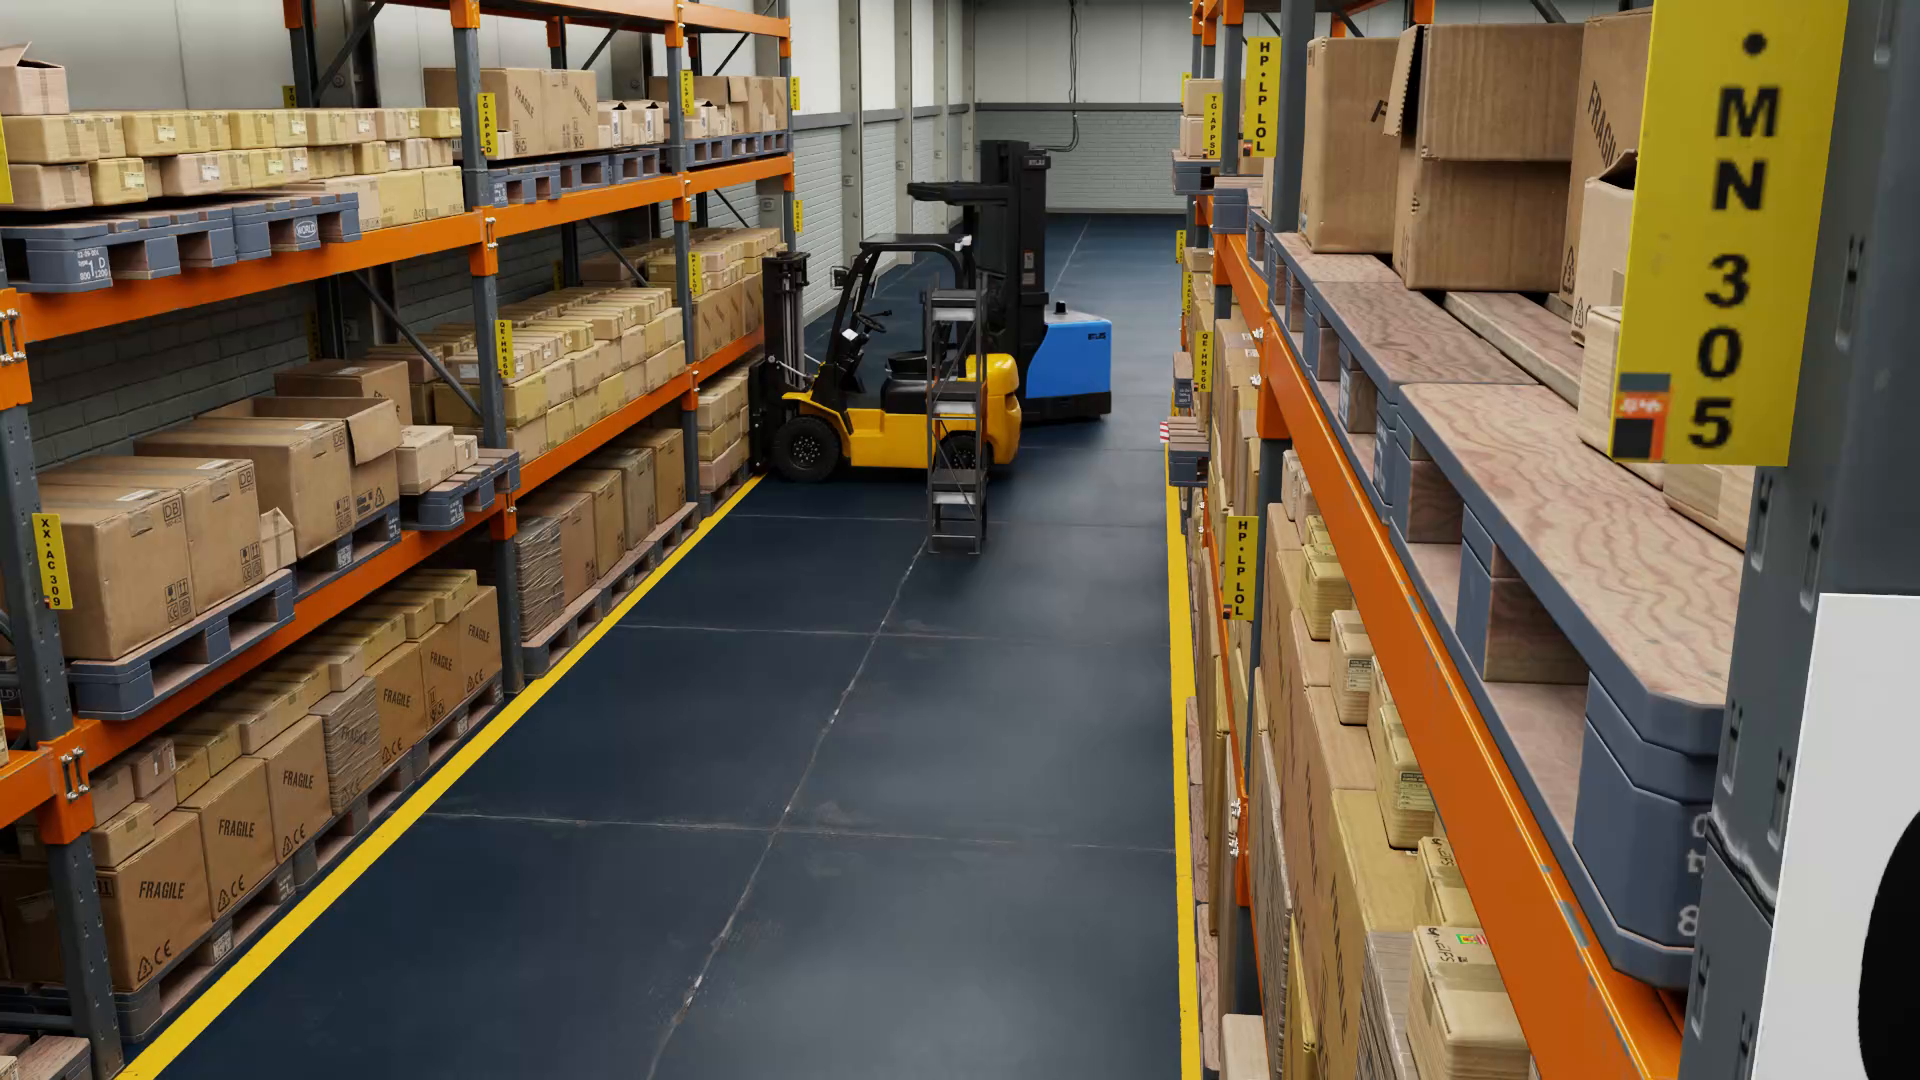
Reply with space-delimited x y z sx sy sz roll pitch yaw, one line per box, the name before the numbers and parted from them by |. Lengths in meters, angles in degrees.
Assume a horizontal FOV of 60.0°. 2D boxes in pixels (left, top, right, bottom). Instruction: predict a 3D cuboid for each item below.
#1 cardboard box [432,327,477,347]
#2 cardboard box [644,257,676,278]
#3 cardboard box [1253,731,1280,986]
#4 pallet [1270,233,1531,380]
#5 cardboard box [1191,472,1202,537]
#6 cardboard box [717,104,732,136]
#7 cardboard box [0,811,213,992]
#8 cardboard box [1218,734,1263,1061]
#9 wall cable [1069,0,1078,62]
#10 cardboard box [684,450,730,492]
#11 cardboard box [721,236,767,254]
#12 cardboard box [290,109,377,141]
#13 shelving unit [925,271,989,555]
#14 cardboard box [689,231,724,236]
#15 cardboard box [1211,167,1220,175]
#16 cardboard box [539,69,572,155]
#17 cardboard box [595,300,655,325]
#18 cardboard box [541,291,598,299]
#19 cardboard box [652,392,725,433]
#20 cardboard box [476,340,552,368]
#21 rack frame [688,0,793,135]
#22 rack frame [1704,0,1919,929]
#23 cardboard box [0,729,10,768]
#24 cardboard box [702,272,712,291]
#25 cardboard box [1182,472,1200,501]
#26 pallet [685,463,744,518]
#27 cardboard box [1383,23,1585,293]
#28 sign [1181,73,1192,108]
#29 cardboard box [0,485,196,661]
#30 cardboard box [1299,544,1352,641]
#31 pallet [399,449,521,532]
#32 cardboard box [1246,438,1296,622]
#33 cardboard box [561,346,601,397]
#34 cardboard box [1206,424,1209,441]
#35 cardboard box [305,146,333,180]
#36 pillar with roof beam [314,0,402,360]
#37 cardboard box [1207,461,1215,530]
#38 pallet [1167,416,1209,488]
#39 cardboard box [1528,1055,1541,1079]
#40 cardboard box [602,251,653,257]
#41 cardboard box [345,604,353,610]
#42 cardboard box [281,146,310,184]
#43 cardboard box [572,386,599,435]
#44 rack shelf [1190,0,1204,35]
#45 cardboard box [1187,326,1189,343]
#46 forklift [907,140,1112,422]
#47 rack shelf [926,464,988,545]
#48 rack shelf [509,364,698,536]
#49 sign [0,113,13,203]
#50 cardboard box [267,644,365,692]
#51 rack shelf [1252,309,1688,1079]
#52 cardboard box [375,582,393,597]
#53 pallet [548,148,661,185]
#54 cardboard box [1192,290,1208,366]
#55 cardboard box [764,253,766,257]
cardboard box | -3.180 -1.281 10.720 0.380 0.149 0.250 2 15 6
cardboard box | -2.385 -2.249 13.729 0.380 0.149 0.250 2 15 7
cardboard box | 1.018 0.817 4.203 0.500 0.500 0.500 2 15 7
pallet | 1.289 -0.572 3.956 1.003 0.211 1.213 2 15 6
cardboard box | 2.238 -0.252 12.578 0.950 0.372 0.625 2 15 7
cardboard box | -2.169 -3.609 14.279 0.396 0.266 0.258 1 15 5
cardboard box | -3.263 1.361 6.367 0.500 0.500 0.500 2 15 9
cardboard box | 1.382 1.281 5.945 0.875 0.875 0.875 2 15 8
wall cable | 4.559 -14.744 46.722 3.097 2.526 0.112 2 15 6
cardboard box | -2.255 -0.590 14.062 0.500 0.250 0.500 2 15 7
cardboard box | -2.039 -2.776 15.677 0.380 0.149 0.250 2 15 8
cardboard box | -3.019 -1.975 7.928 0.380 0.149 0.250 1 15 5
shelving unit | -0.019 -0.971 12.729 0.431 2.100 0.503 2 15 6
cardboard box | -2.516 -2.925 16.229 0.380 0.149 0.250 2 15 7
cardboard box | 2.026 -2.872 12.770 0.380 0.149 0.250 2 15 7
cardboard box | -2.808 -2.624 10.184 0.700 0.500 0.500 1 15 5
cardboard box | -2.445 -1.664 12.135 0.380 0.149 0.250 1 15 5
cardboard box | -2.973 -1.808 12.667 0.380 0.149 0.250 1 15 4
cardboard box | -2.272 -1.074 13.933 0.500 0.250 0.500 1 15 5
cardboard box | -2.729 -1.134 10.175 0.380 0.149 0.250 2 15 8
rack frame | -2.187 -5.533 16.383 1.000 3.000 0.127 2 15 6
rack frame | 0.940 -1.238 0.500 1.000 3.000 0.127 2 15 6
cardboard box | -3.326 0.687 5.356 0.380 0.149 0.250 2 15 7
cardboard box | -2.311 -2.171 14.011 0.380 0.149 0.250 2 15 6
cardboard box | 2.094 -0.491 13.693 0.500 0.250 0.500 2 15 9
pallet | -2.507 -0.458 14.452 1.003 0.211 1.213 2 15 6
cardboard box | 1.271 -0.777 3.349 0.797 0.503 0.637 3 15 11
sign | 2.206 -4.377 16.183 0.100 0.325 0.005 2 15 6
cardboard box | -3.264 0.106 6.028 0.700 0.500 0.500 2 15 8
cardboard box | 0.950 0.116 3.636 0.380 0.149 0.250 1 15 5
pallet | -3.096 -0.291 8.860 1.213 0.211 1.003 2 15 6
cardboard box | 1.192 -0.033 5.432 0.500 0.500 0.500 2 15 8
cardboard box | -2.662 -1.104 10.827 0.500 0.250 0.500 1 15 5
cardboard box | 1.604 -0.662 9.539 0.380 0.149 0.250 2 15 7
cardboard box | -3.062 -1.698 7.472 0.380 0.149 0.250 2 15 8
pillar with roof beam | 0.440 -3.696 9.590 9.100 9.000 0.400 2 15 6
cardboard box | 1.538 -0.225 8.534 0.500 0.250 0.500 1 15 5
pallet | 1.817 -0.512 9.676 1.213 0.211 1.003 2 15 6
cardboard box | 0.786 0.649 1.667 0.380 0.149 0.250 2 15 7
cardboard box | -2.850 -2.396 14.271 0.380 0.149 0.250 1 15 5
cardboard box | -3.515 0.323 8.962 0.380 0.149 0.250 2 15 8
cardboard box | -2.964 -1.567 6.950 0.380 0.149 0.250 2 15 8
cardboard box | -2.684 -0.861 10.888 0.500 0.250 0.500 1 15 4
rack shelf | 2.520 -4.520 14.022 1.077 0.370 4.000 2 15 6
cardboard box | 2.191 -1.822 14.635 0.380 0.149 0.250 2 15 7
forklift | 0.073 -2.676 17.442 3.031 2.935 1.130 -7 17 -24
rack shelf | -0.019 -0.282 12.915 0.431 0.518 0.480 2 15 6
rack shelf | -2.864 -0.733 11.505 1.077 0.370 4.000 2 15 6
sign | -3.001 -1.208 5.146 0.100 0.325 0.005 2 15 6
cardboard box | -3.071 0.608 7.910 0.380 0.149 0.250 1 15 4
rack shelf | 1.166 0.039 2.903 1.077 0.370 4.000 2 15 6
cardboard box | -3.416 0.543 9.391 0.500 0.500 0.500 2 15 8
pallet | -2.725 -2.726 12.116 0.805 0.209 1.217 1 15 4
cardboard box | 1.784 -1.344 10.820 0.500 0.500 0.500 1 15 4
cardboard box | -2.076 -2.703 15.979 0.380 0.149 0.250 2 15 6
